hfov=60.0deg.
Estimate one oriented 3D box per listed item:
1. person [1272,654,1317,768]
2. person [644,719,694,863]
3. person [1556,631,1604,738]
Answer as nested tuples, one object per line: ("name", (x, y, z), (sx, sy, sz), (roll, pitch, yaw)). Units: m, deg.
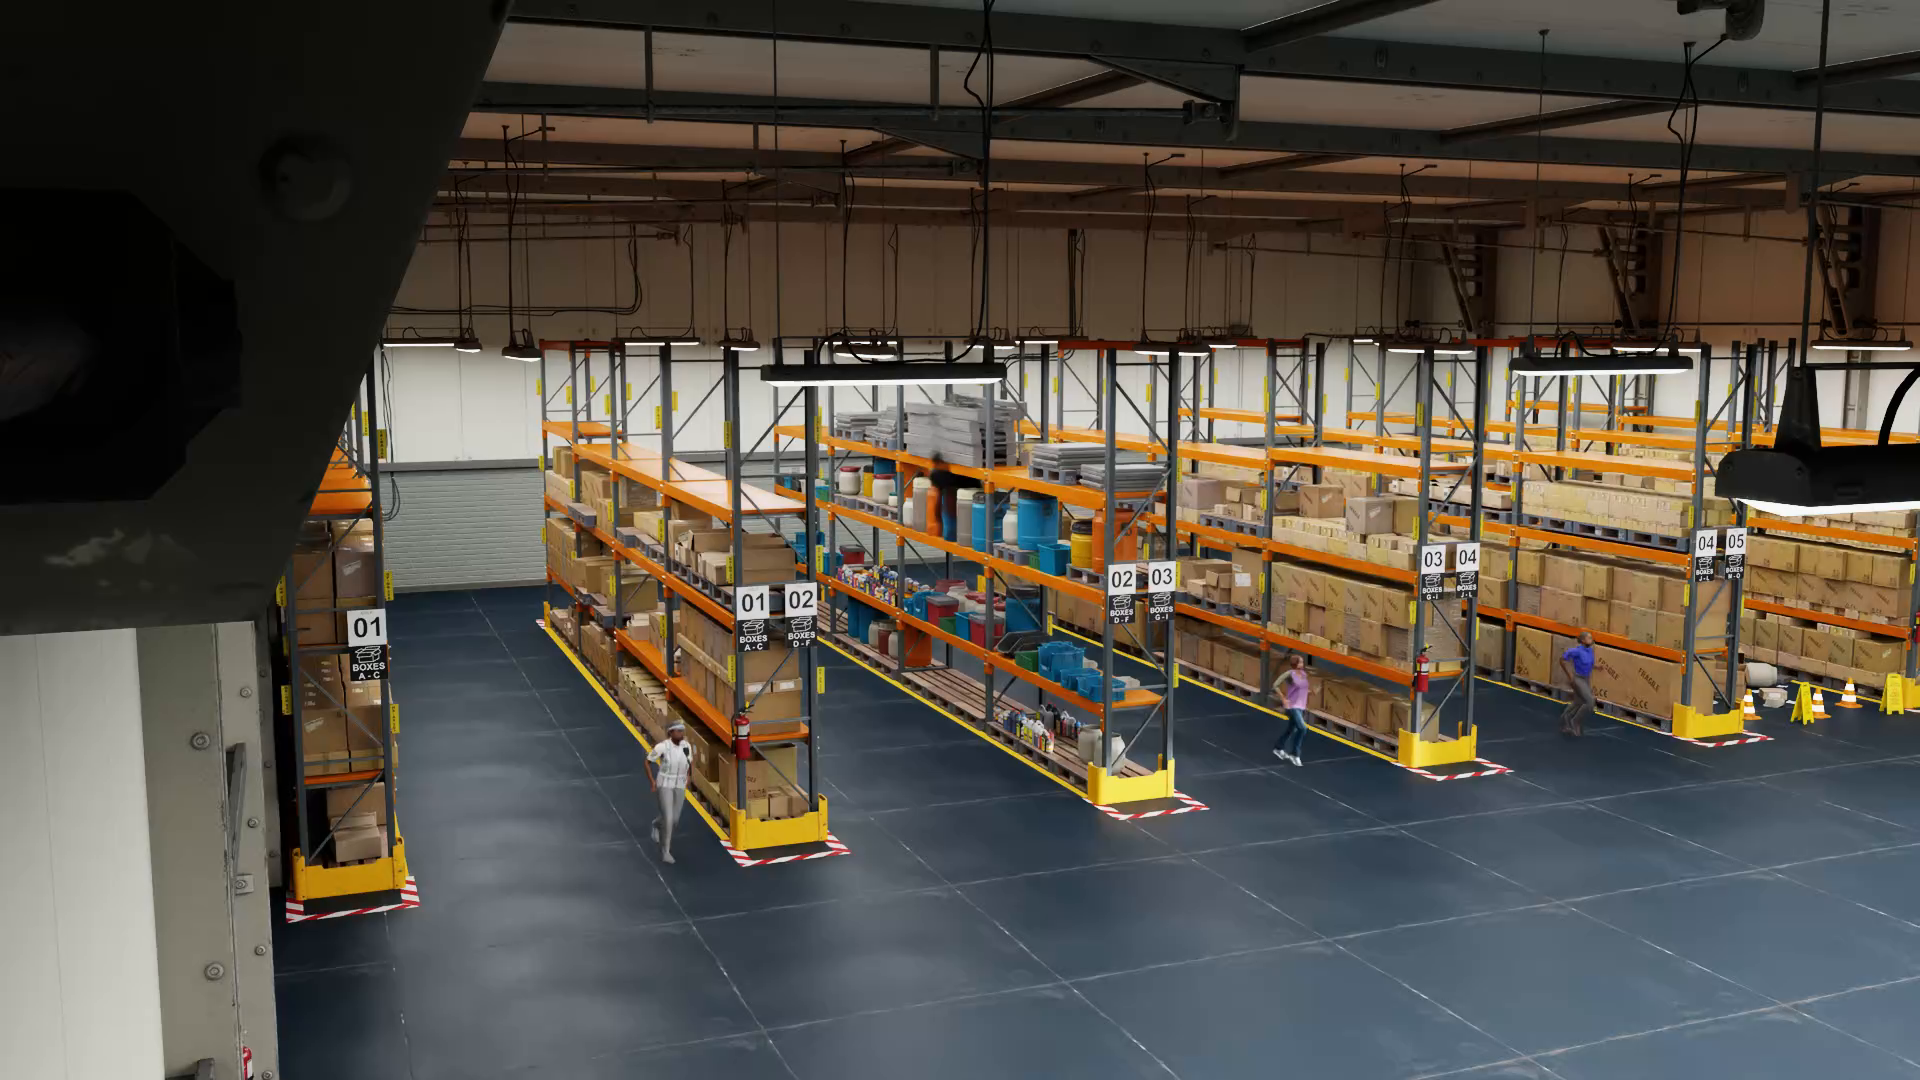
("person", (4.806, 2.445, 23.909), (0.517, 1.637, 0.707), (-7, 10, -44))
("person", (-3.459, 2.956, 19.907), (0.615, 1.674, 0.721), (-5, 9, -34))
("person", (9.538, 2.206, 25.564), (0.565, 1.636, 0.709), (-7, 10, -43))
